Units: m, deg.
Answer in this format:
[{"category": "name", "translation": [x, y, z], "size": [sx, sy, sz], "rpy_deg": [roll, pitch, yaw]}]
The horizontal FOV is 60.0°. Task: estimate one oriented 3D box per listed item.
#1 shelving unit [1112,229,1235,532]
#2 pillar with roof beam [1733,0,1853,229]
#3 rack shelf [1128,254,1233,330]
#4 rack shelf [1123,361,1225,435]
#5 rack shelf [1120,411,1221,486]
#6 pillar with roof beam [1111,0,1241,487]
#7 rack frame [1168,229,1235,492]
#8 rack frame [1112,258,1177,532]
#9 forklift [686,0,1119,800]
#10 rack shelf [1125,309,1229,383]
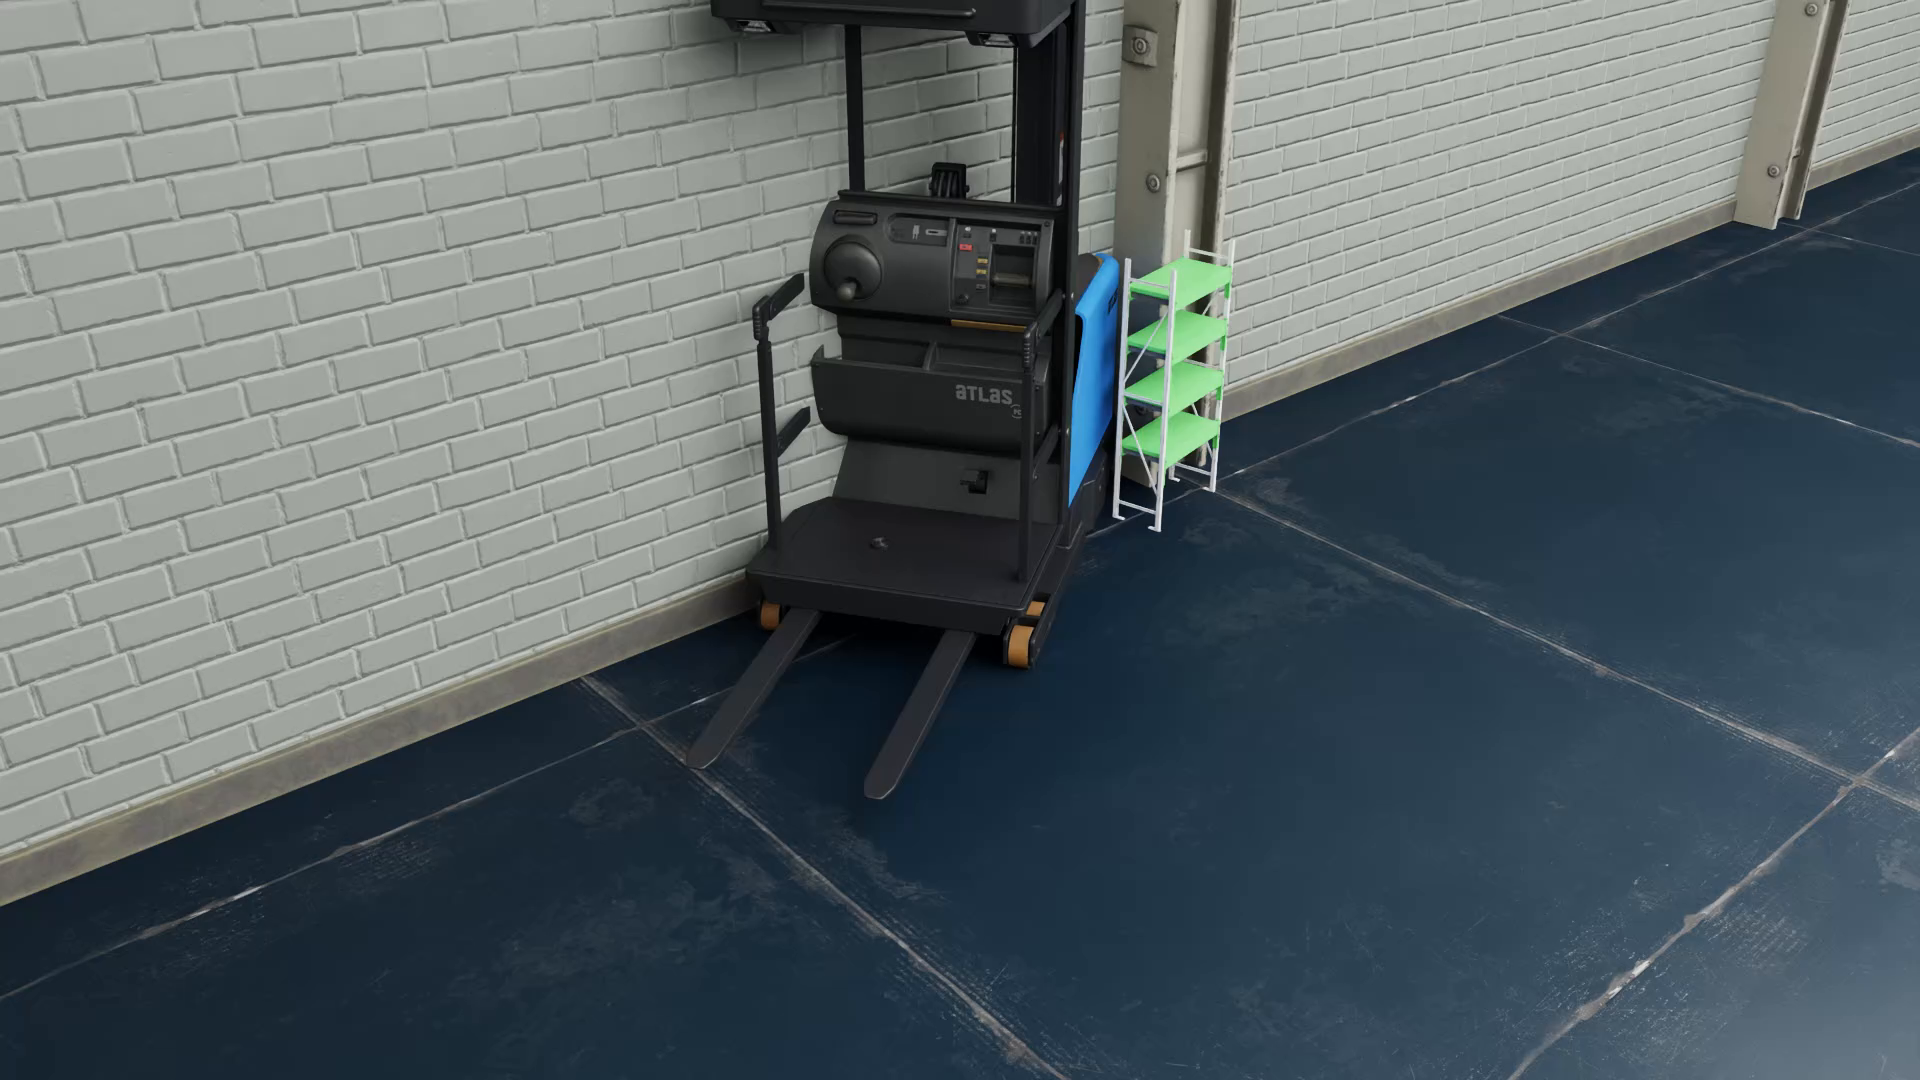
[{"category": "shelving unit", "translation": [0.929, -0.693, 7.273], "size": [0.258, 1.200, 0.503], "rpy_deg": [19, 34, 32]}, {"category": "pillar with roof beam", "translation": [8.285, -4.620, 6.348], "size": [0.400, 9.000, 9.100], "rpy_deg": [-22, 35, -35]}, {"category": "rack shelf", "translation": [0.929, -1.060, 7.077], "size": [0.258, 0.148, 0.480], "rpy_deg": [19, 34, 32]}, {"category": "rack shelf", "translation": [0.929, -0.636, 7.304], "size": [0.258, 0.148, 0.480], "rpy_deg": [19, 34, 32]}, {"category": "rack shelf", "translation": [0.929, -0.425, 7.417], "size": [0.258, 0.148, 0.480], "rpy_deg": [19, 34, 32]}, {"category": "pillar with roof beam", "translation": [3.721, -2.785, 2.913], "size": [0.400, 9.000, 9.100], "rpy_deg": [-22, 35, -35]}, {"category": "rack frame", "translation": [1.075, -0.785, 7.446], "size": [0.240, 1.200, 0.015], "rpy_deg": [19, 34, 32]}, {"category": "rack frame", "translation": [0.782, -0.601, 7.101], "size": [0.240, 1.200, 0.015], "rpy_deg": [19, 34, 32]}, {"category": "forklift", "translation": [-0.167, -1.007, 6.025], "size": [1.130, 2.935, 3.031], "rpy_deg": [7, 29, 14]}, {"category": "rack shelf", "translation": [0.929, -0.848, 7.190], "size": [0.258, 0.148, 0.480], "rpy_deg": [19, 34, 32]}]
